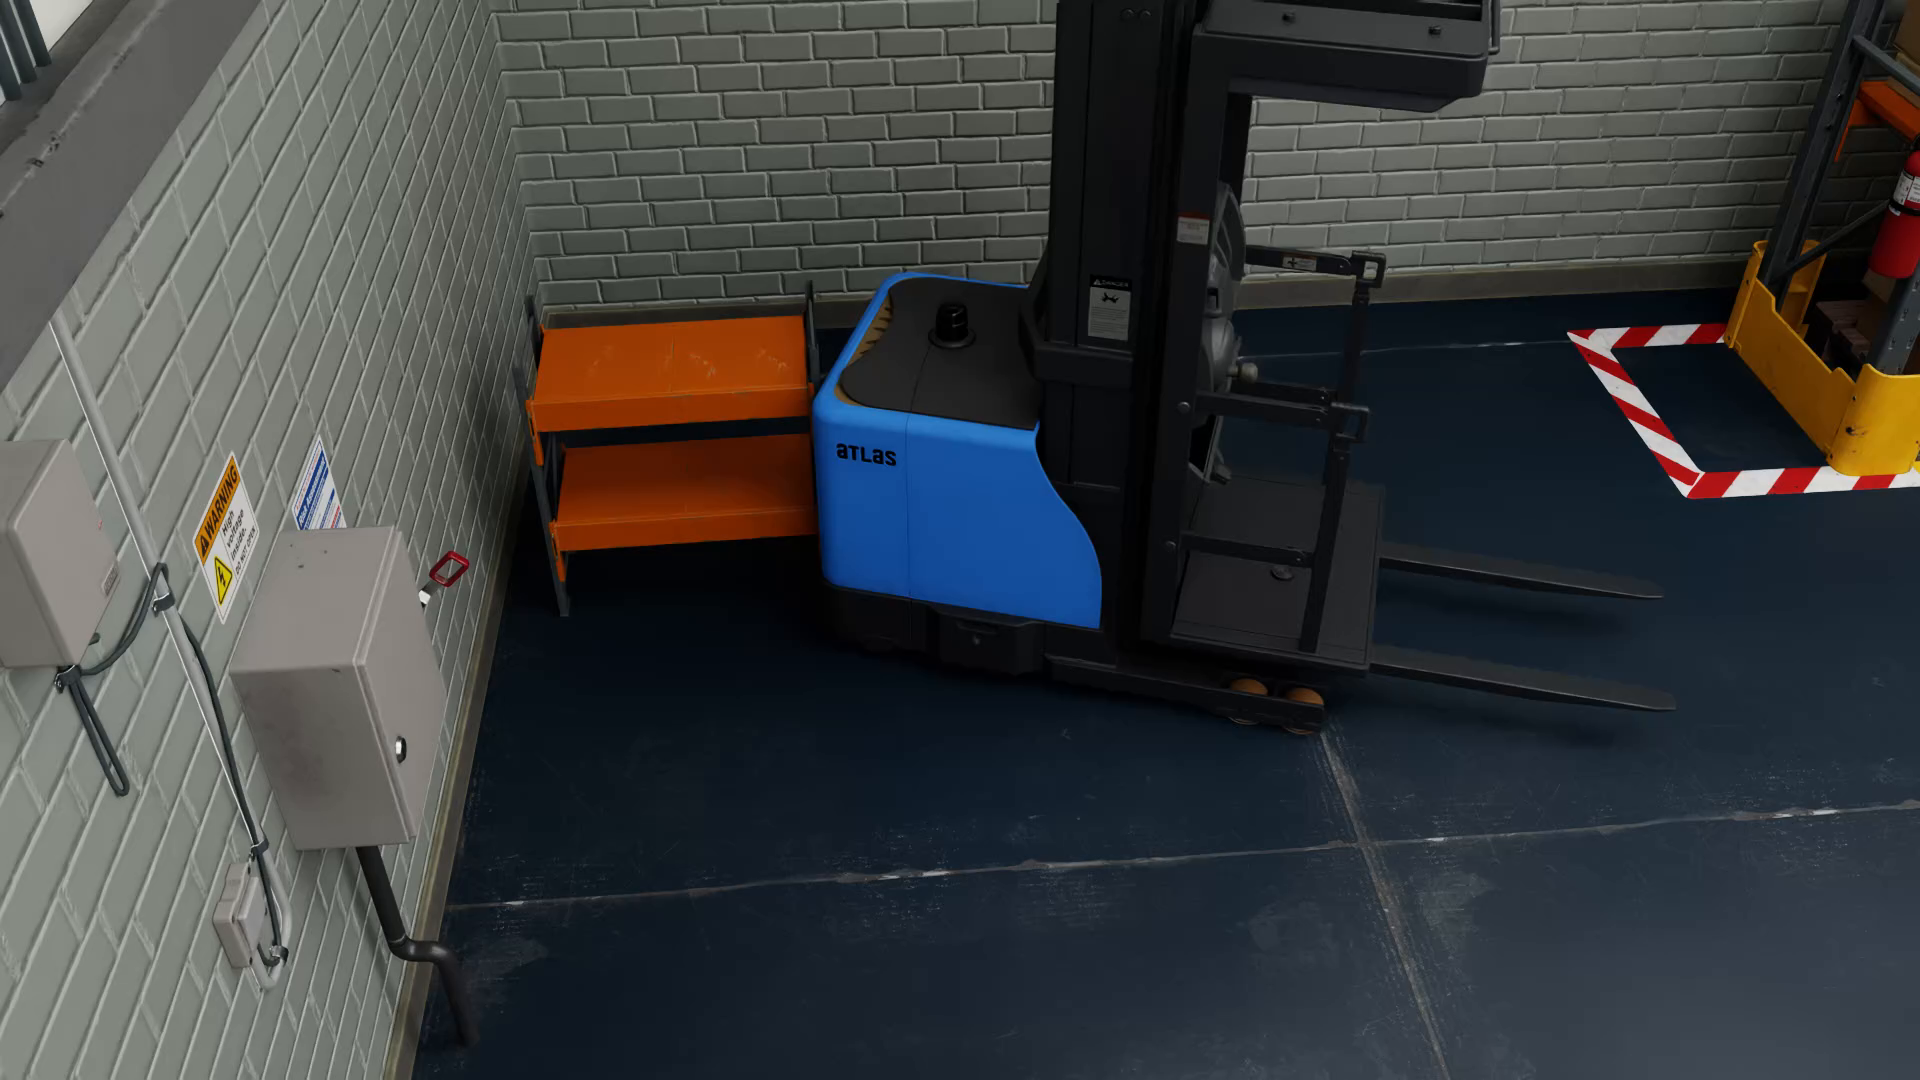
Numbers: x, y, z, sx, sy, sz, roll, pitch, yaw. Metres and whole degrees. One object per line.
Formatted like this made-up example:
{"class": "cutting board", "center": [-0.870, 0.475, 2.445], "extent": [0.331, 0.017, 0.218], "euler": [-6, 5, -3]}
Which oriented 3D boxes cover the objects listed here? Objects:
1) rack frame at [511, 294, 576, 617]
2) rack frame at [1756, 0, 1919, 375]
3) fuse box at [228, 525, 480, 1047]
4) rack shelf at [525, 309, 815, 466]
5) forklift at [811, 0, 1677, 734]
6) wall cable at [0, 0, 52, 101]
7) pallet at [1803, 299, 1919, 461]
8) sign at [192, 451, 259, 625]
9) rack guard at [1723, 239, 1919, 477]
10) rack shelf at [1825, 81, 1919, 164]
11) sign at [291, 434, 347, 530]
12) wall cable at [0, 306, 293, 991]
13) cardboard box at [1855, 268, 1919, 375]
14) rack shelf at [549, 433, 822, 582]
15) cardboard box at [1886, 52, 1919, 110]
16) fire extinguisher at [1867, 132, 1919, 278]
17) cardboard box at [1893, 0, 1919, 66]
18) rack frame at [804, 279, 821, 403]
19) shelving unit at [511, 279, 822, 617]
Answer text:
{"class": "rack frame", "center": [-1.544, -0.301, 6.223], "extent": [0.032, 1.125, 0.500], "euler": [-4, 38, -5]}
{"class": "rack frame", "center": [3.796, -1.811, 6.624], "extent": [0.127, 3.000, 1.000], "euler": [-3, 38, -4]}
{"class": "fuse box", "center": [-1.416, 0.777, 4.384], "extent": [0.414, 1.711, 0.539], "euler": [-3, 38, -4]}
{"class": "rack shelf", "center": [-1.039, -0.565, 6.086], "extent": [1.000, 0.278, 0.538], "euler": [-4, 38, -5]}
{"class": "forklift", "center": [1.054, -0.829, 5.435], "extent": [3.031, 2.935, 1.130], "euler": [9, 39, 11]}
{"class": "wall cable", "center": [-1.674, -2.818, 3.026], "extent": [0.133, 3.039, 2.988], "euler": [-3, 38, -4]}
{"class": "pallet", "center": [4.666, -0.765, 7.549], "extent": [1.213, 0.211, 1.003], "euler": [-3, 38, -4]}
{"class": "sign", "center": [-1.617, -0.008, 3.672], "extent": [0.001, 0.242, 0.339], "euler": [-3, 38, -4]}
{"class": "rack guard", "center": [3.872, -0.834, 7.403], "extent": [0.348, 0.500, 1.175], "euler": [-3, 38, -4]}
{"class": "rack shelf", "center": [5.788, -1.638, 6.986], "extent": [4.000, 0.370, 1.077], "euler": [-3, 38, -4]}
{"class": "sign", "center": [-1.666, 0.015, 4.386], "extent": [0.001, 0.494, 0.329], "euler": [-3, 38, -4]}
{"class": "wall cable", "center": [-1.512, 0.302, 3.126], "extent": [0.122, 1.984, 0.588], "euler": [-3, 38, -4]}
{"class": "cardboard box", "center": [4.414, -0.971, 7.235], "extent": [0.637, 0.503, 0.797], "euler": [-5, 39, -6]}
{"class": "rack shelf", "center": [-1.039, -0.143, 6.418], "extent": [1.000, 0.278, 0.538], "euler": [-4, 38, -5]}
{"class": "cardboard box", "center": [4.103, -1.896, 6.935], "extent": [0.250, 0.149, 0.380], "euler": [-4, 38, -4]}
{"class": "fire extinguisher", "center": [3.691, -1.341, 6.392], "extent": [0.183, 0.674, 0.296], "euler": [-3, 38, -4]}
{"class": "cardboard box", "center": [4.231, -2.058, 6.818], "extent": [0.500, 0.250, 0.500], "euler": [-2, 38, -3]}
{"class": "rack frame", "center": [-0.534, -0.370, 6.311], "extent": [0.032, 1.125, 0.500], "euler": [-4, 38, -5]}
{"class": "shelving unit", "center": [-1.039, -0.335, 6.267], "extent": [1.048, 1.125, 0.538], "euler": [-4, 38, -5]}
